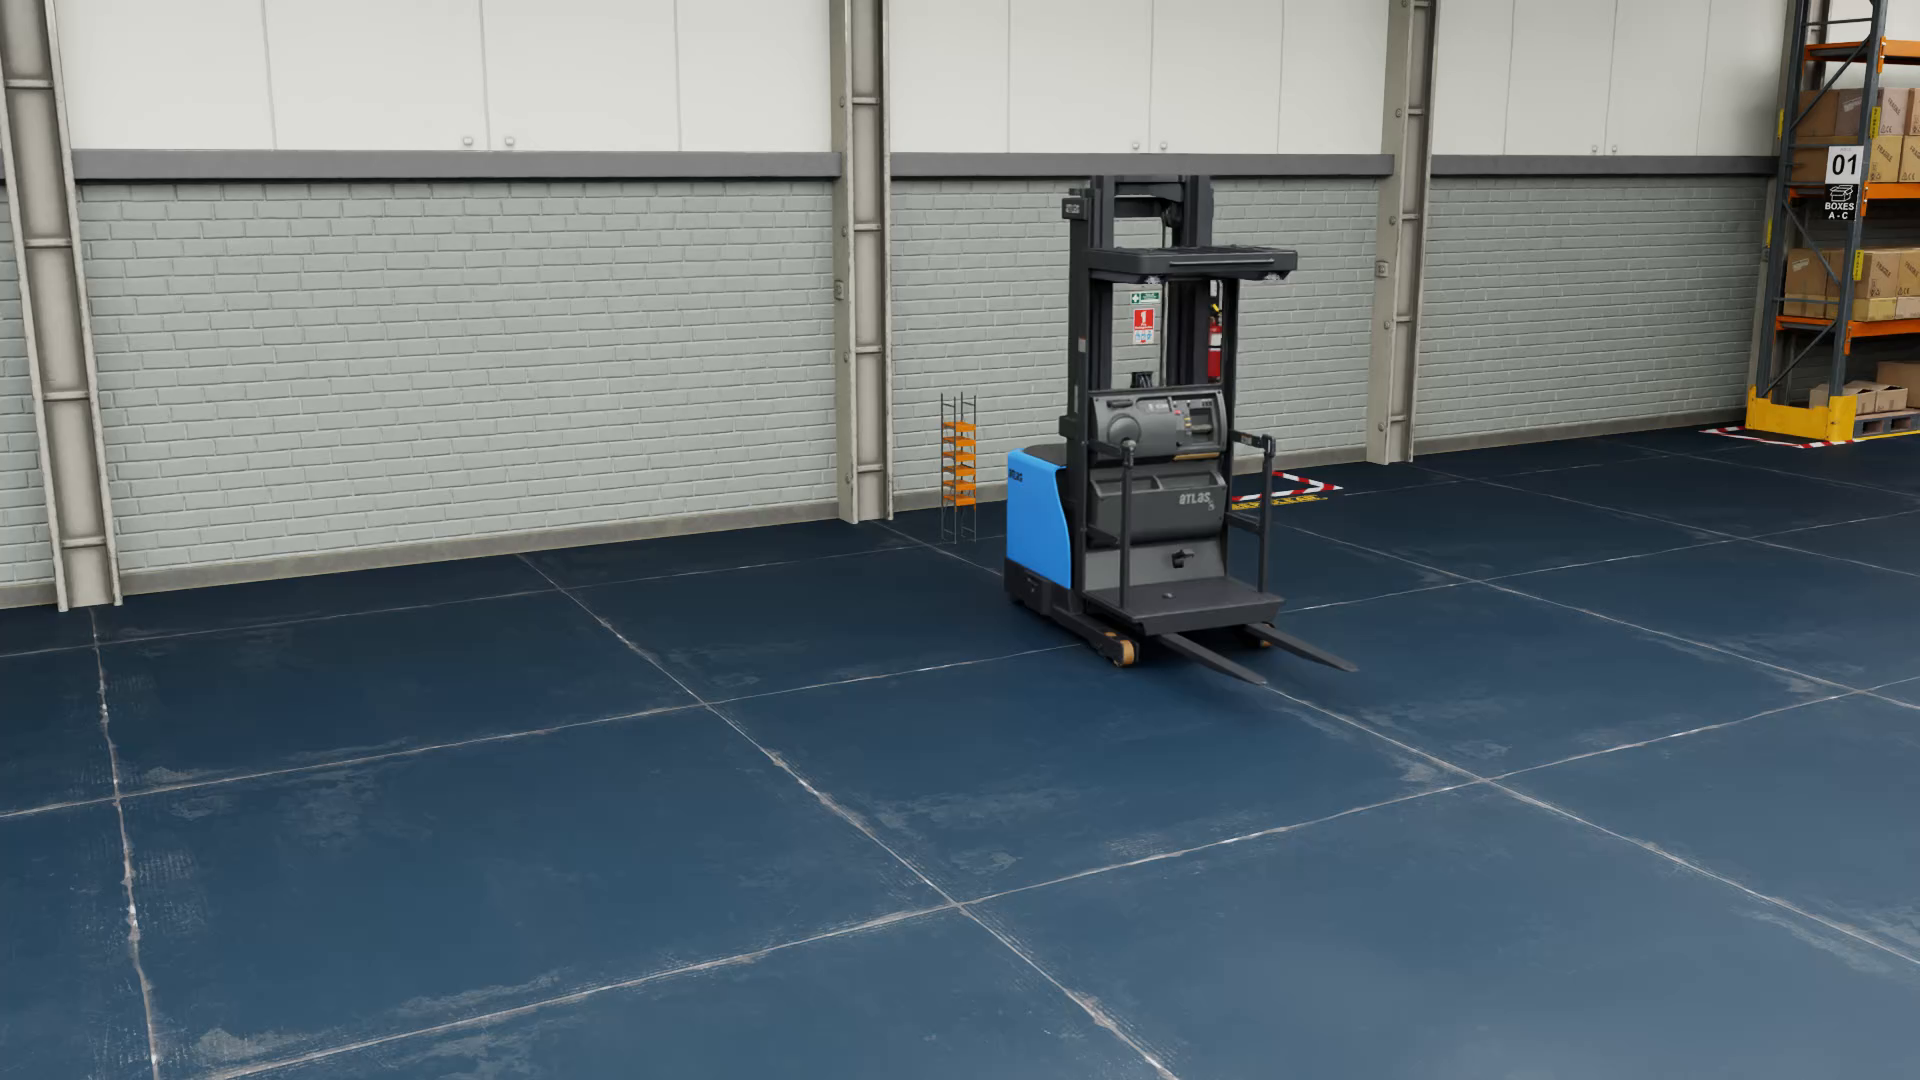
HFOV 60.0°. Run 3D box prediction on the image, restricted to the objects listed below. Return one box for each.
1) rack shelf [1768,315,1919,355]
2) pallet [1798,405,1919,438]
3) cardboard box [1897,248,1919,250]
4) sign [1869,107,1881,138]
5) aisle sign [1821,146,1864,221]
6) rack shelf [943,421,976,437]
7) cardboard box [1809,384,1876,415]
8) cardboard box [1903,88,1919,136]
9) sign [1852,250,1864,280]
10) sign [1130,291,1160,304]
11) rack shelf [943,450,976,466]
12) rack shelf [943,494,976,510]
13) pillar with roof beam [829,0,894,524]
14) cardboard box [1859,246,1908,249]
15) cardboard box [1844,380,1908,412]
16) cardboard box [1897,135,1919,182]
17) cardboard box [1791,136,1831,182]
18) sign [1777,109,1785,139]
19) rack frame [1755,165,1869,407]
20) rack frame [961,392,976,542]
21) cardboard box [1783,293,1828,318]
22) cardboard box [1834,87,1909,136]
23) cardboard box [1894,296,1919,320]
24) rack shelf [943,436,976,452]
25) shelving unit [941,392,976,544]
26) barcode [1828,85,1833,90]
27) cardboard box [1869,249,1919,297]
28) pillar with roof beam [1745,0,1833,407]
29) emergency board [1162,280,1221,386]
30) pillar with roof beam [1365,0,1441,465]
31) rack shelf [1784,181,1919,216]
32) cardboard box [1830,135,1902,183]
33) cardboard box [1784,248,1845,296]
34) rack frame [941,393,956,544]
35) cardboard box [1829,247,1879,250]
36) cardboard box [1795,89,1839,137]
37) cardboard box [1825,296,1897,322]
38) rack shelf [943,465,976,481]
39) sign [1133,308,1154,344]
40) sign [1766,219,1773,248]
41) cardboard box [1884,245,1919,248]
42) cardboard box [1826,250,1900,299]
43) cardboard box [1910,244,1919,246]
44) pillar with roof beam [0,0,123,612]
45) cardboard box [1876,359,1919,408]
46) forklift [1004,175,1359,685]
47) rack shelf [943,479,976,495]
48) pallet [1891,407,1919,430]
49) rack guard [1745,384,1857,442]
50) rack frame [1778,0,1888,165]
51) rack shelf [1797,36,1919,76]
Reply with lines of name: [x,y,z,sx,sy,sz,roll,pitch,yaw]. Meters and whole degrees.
rack shelf: [11.268,-2.533,19.672,4.000,0.370,1.077,-7,14,-28]
pallet: [10.309,-1.400,19.349,1.213,0.211,1.003,-7,14,-28]
cardboard box: [10.970,-3.072,19.014,0.500,0.500,0.500,-7,15,-30]
sign: [9.772,-4.459,17.768,0.005,0.325,0.100,-7,14,-28]
aisle sign: [9.593,-3.877,18.082,0.004,0.787,0.394,-7,14,-28]
rack shelf: [-0.013,-0.892,13.401,0.180,0.103,0.258,-7,14,-28]
cardboard box: [10.163,-1.632,19.151,0.500,0.311,0.500,-9,15,-34]
cardboard box: [10.431,-4.720,18.369,0.500,0.500,0.500,-7,14,-29]
sign: [9.772,-2.992,18.098,0.005,0.325,0.100,-7,14,-28]
sign: [1.732,-2.267,15.561,0.331,0.109,0.001,-7,14,-28]
rack shelf: [-0.013,-0.658,13.454,0.180,0.103,0.258,-7,14,-28]
rack shelf: [-0.013,-0.306,13.533,0.180,0.103,0.258,-7,14,-28]
pillar with roof beam: [1.242,-3.749,9.771,0.400,9.000,9.100,-7,14,-28]
cardboard box: [10.722,-3.173,19.464,0.500,0.500,0.500,-7,15,-29]
cardboard box: [10.663,-1.692,19.418,0.500,0.311,0.500,-6,14,-23]
cardboard box: [10.414,-4.232,18.478,0.500,0.500,0.500,-6,14,-24]
cardboard box: [9.757,-4.288,18.727,0.500,0.500,0.500,-6,14,-24]
sign: [9.264,-4.678,18.716,0.005,0.325,0.100,-7,14,-28]
rack frame: [9.512,-2.674,18.658,0.127,3.000,1.000,-7,14,-28]
rack frame: [0.068,-0.593,13.513,0.006,1.200,0.240,-7,14,-28]
cardboard box: [9.830,-2.697,19.057,0.500,0.250,0.500,-7,14,-27]
cardboard box: [9.967,-4.677,18.178,0.500,0.500,0.500,-8,15,-32]
cardboard box: [10.542,-2.658,18.883,0.500,0.250,0.500,-7,15,-30]
rack shelf: [-0.013,-0.775,13.428,0.180,0.103,0.258,-7,14,-28]
shelving unit: [-0.013,-0.584,13.471,0.189,1.200,0.258,-7,14,-28]
barcode: [9.896,-5.137,18.902,0.075,0.075,0.001,-7,14,-28]
cardboard box: [10.514,-3.019,18.778,0.500,0.500,0.500,-7,14,-28]
pillar with roof beam: [11.775,-5.011,15.381,0.400,9.000,9.100,-7,14,-28]
emergency board: [2.258,-2.030,15.799,0.643,1.169,0.194,-7,14,-28]
pillar with roof beam: [6.508,-4.380,12.576,0.400,9.000,9.100,-7,14,-28]
rack shelf: [11.268,-3.997,19.342,4.000,0.370,1.077,-7,14,-28]
cardboard box: [9.925,-4.183,18.258,0.500,0.500,0.500,-6,14,-26]
cardboard box: [9.824,-3.067,18.992,0.500,0.500,0.500,-7,14,-28]
rack frame: [-0.093,-0.574,13.428,0.006,1.200,0.240,-7,14,-28]
cardboard box: [10.271,-3.118,19.219,0.500,0.500,0.500,-7,14,-27]
cardboard box: [9.765,-4.779,18.631,0.500,0.500,0.500,-6,14,-25]
cardboard box: [10.093,-2.600,18.628,0.500,0.250,0.500,-7,15,-29]
rack shelf: [-0.013,-0.540,13.480,0.180,0.103,0.258,-7,14,-28]
sign: [1.724,-2.009,15.624,0.234,0.329,0.001,-7,14,-28]
sign: [9.264,-3.502,18.981,0.005,0.325,0.100,-7,14,-28]
cardboard box: [11.164,-3.226,19.700,0.500,0.500,0.500,-7,14,-27]
cardboard box: [10.075,-2.968,18.556,0.500,0.500,0.500,-7,14,-28]
cardboard box: [11.615,-3.283,19.952,0.500,0.500,0.500,-6,14,-26]
pillar with roof beam: [-4.024,-3.118,6.967,0.400,9.000,9.100,-7,14,-28]
cardboard box: [11.331,-1.852,19.697,0.500,0.500,0.700,-8,15,-31]
forklift: [1.350,-0.760,10.311,1.130,2.935,3.031,-5,14,-22]
rack shelf: [-0.013,-0.423,13.507,0.180,0.103,0.258,-7,14,-28]
pallet: [11.378,-1.527,19.915,1.213,0.211,1.003,-7,14,-28]
rack guard: [9.579,-1.462,18.968,0.348,0.500,1.175,-7,14,-28]
rack frame: [9.512,-5.601,17.999,0.127,3.000,1.000,-7,14,-28]
rack shelf: [11.268,-5.458,19.013,4.000,0.370,1.077,-7,14,-28]
